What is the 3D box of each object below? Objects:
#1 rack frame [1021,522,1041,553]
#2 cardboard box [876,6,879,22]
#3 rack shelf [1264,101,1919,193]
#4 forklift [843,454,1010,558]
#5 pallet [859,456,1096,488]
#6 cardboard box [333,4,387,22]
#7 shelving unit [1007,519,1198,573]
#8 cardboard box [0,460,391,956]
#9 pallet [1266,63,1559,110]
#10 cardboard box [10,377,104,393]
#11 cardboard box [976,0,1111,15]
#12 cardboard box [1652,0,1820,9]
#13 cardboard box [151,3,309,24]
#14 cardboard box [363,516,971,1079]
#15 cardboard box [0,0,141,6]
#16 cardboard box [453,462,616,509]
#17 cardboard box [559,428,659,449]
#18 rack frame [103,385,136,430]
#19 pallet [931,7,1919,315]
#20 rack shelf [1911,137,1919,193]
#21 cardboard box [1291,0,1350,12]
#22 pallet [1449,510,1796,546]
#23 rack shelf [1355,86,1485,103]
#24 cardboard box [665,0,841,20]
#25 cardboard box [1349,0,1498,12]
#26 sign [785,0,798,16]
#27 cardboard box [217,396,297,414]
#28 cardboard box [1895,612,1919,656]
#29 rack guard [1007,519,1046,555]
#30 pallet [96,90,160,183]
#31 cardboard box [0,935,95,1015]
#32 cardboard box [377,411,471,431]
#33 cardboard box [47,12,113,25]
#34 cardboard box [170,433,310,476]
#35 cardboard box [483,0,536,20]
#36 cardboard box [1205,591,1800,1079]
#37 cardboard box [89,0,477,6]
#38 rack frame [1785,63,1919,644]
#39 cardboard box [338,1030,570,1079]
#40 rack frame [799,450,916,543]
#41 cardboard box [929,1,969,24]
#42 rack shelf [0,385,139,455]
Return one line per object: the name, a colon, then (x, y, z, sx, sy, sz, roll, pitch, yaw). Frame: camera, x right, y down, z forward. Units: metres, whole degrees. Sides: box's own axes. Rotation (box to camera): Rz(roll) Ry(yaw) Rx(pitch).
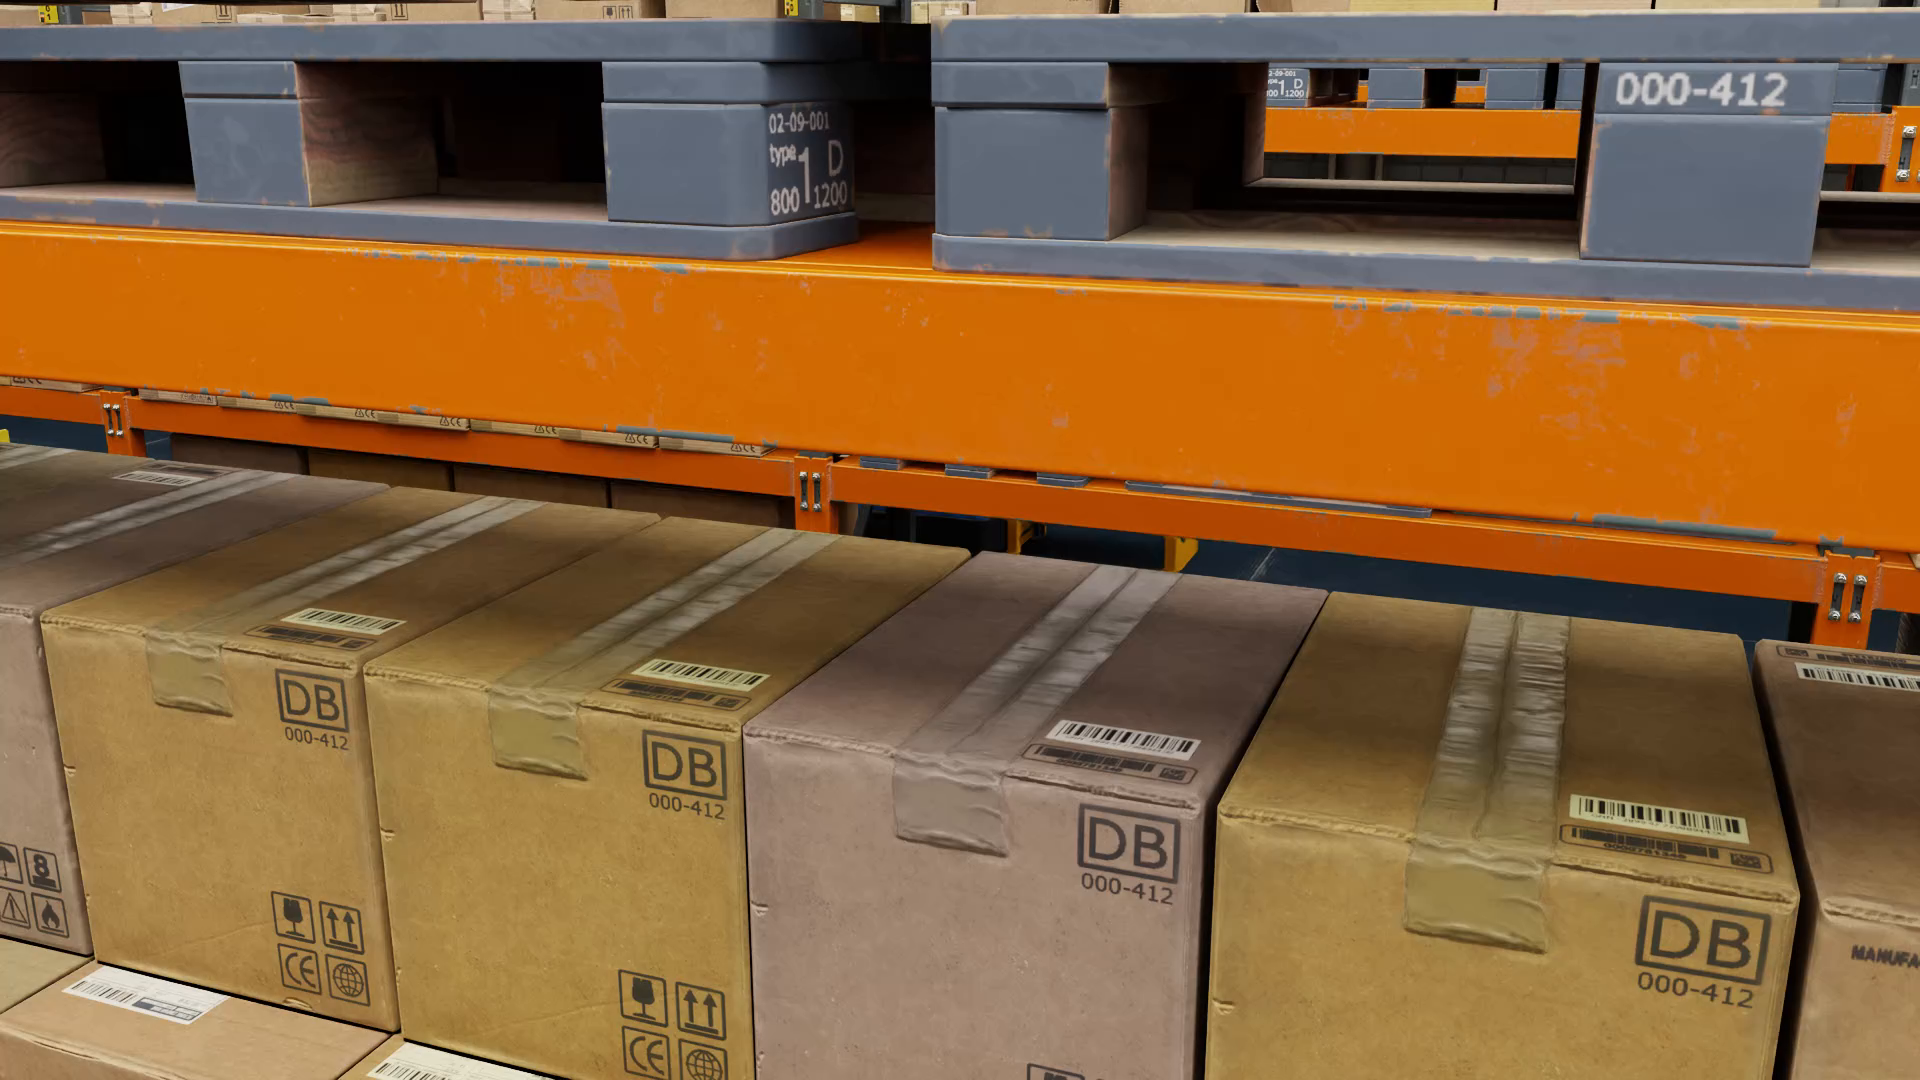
rack frame: (0.422, -0.679, 10.321, 0.032, 1.500, 0.500, 6, 17, 20)
cardboard box: (-0.594, -3.911, 12.369, 0.250, 0.149, 0.380, 7, 17, 22)
rack shelf: (1.404, -1.543, 6.519, 4.000, 0.370, 1.077, 6, 17, 21)
forklift: (-1.060, -1.501, 10.588, 3.031, 2.935, 1.130, 6, 17, 20)
pallet: (0.246, -0.515, 7.413, 1.003, 0.211, 1.213, 6, 17, 21)
cardboard box: (-2.606, -2.362, 7.537, 0.258, 0.266, 0.396, 8, 18, 25)
shelving unit: (0.889, -0.630, 10.153, 1.083, 1.500, 0.587, 6, 17, 20)
cardboard box: (-1.294, 0.213, 2.587, 0.500, 0.500, 0.700, 6, 17, 20)
pallet: (1.763, -1.790, 6.416, 1.003, 0.211, 1.213, 6, 17, 21)
cardboard box: (-4.703, -1.091, 8.872, 0.500, 0.500, 0.500, 6, 17, 21)
cardboard box: (0.422, -2.042, 6.767, 0.500, 0.500, 0.700, 6, 17, 21)
cardboard box: (2.668, -1.836, 5.753, 0.500, 0.250, 0.500, 6, 17, 20)
cardboard box: (-3.464, -2.587, 7.891, 0.500, 0.500, 0.500, 6, 17, 20)
cardboard box: (-0.340, 0.317, 2.228, 0.500, 0.500, 0.700, 6, 17, 20)
cardboard box: (-1.541, -0.932, 2.611, 0.250, 0.166, 0.380, 6, 17, 21)
cardboard box: (-1.897, -0.019, 8.415, 0.875, 0.875, 0.875, 7, 17, 21)
cardboard box: (-1.503, -0.613, 7.675, 0.500, 0.250, 0.500, 7, 17, 22)
rack frame: (-4.177, -1.062, 8.951, 0.127, 3.000, 1.000, 6, 17, 21)
pallet: (0.671, -0.379, 1.562, 1.217, 0.209, 0.805, 6, 17, 18)
rack shelf: (5.125, -1.134, 5.110, 4.000, 0.370, 1.077, 6, 17, 21)
cardboard box: (2.452, -3.516, 10.912, 0.500, 0.500, 0.700, 6, 17, 20)
pallet: (2.607, -0.267, 6.558, 1.213, 0.211, 1.003, 6, 17, 21)
rack shelf: (3.222, -2.831, 10.955, 4.000, 0.370, 1.077, 6, 17, 21)
cardboard box: (-0.862, -2.344, 7.049, 0.637, 0.503, 0.797, 5, 17, 17)
cardboard box: (1.725, -1.941, 6.116, 0.500, 0.250, 0.500, 7, 17, 21)
sign: (-0.668, -2.236, 6.548, 0.005, 0.325, 0.100, 6, 17, 21)
cardboard box: (-3.383, -0.824, 8.400, 0.500, 0.250, 0.500, 6, 17, 19)
cardboard box: (3.913, 0.506, 6.384, 0.500, 0.500, 0.500, 6, 17, 20)
rack guard: (0.423, -0.078, 10.495, 0.087, 0.250, 0.587, 6, 17, 20)
pallet: (-1.560, -0.656, 2.513, 1.003, 0.211, 1.213, 7, 18, 23)
cardboard box: (-1.386, 0.761, 2.494, 0.500, 0.500, 0.500, 6, 17, 20)
cardboard box: (-2.450, -0.714, 8.021, 0.500, 0.250, 0.500, 6, 17, 20)
cardboard box: (-4.648, -2.915, 8.842, 0.500, 0.500, 0.500, 7, 17, 22)
cardboard box: (-3.571, -0.201, 9.042, 0.875, 0.875, 0.875, 7, 18, 22)
cardboard box: (-1.866, -2.281, 7.257, 0.258, 0.266, 0.396, 6, 17, 19)
cardboard box: (0.599, 0.421, 1.870, 0.500, 0.500, 0.700, 6, 17, 20)
cardboard box: (-1.096, -0.977, 2.506, 0.500, 0.311, 0.500, 6, 17, 21)
rack frame: (3.265, -0.244, 6.132, 0.127, 3.000, 1.000, 6, 17, 21)
cardboard box: (-0.454, 0.864, 2.138, 0.500, 0.500, 0.500, 6, 17, 20)
rack frame: (-0.456, -0.653, 7.542, 0.127, 3.000, 1.000, 6, 17, 21)
cardboard box: (-0.039, -3.709, 11.711, 0.250, 0.149, 0.380, 6, 17, 19)
rack shelf: (-6.038, -0.921, 9.756, 4.000, 0.370, 1.077, 6, 17, 21)
